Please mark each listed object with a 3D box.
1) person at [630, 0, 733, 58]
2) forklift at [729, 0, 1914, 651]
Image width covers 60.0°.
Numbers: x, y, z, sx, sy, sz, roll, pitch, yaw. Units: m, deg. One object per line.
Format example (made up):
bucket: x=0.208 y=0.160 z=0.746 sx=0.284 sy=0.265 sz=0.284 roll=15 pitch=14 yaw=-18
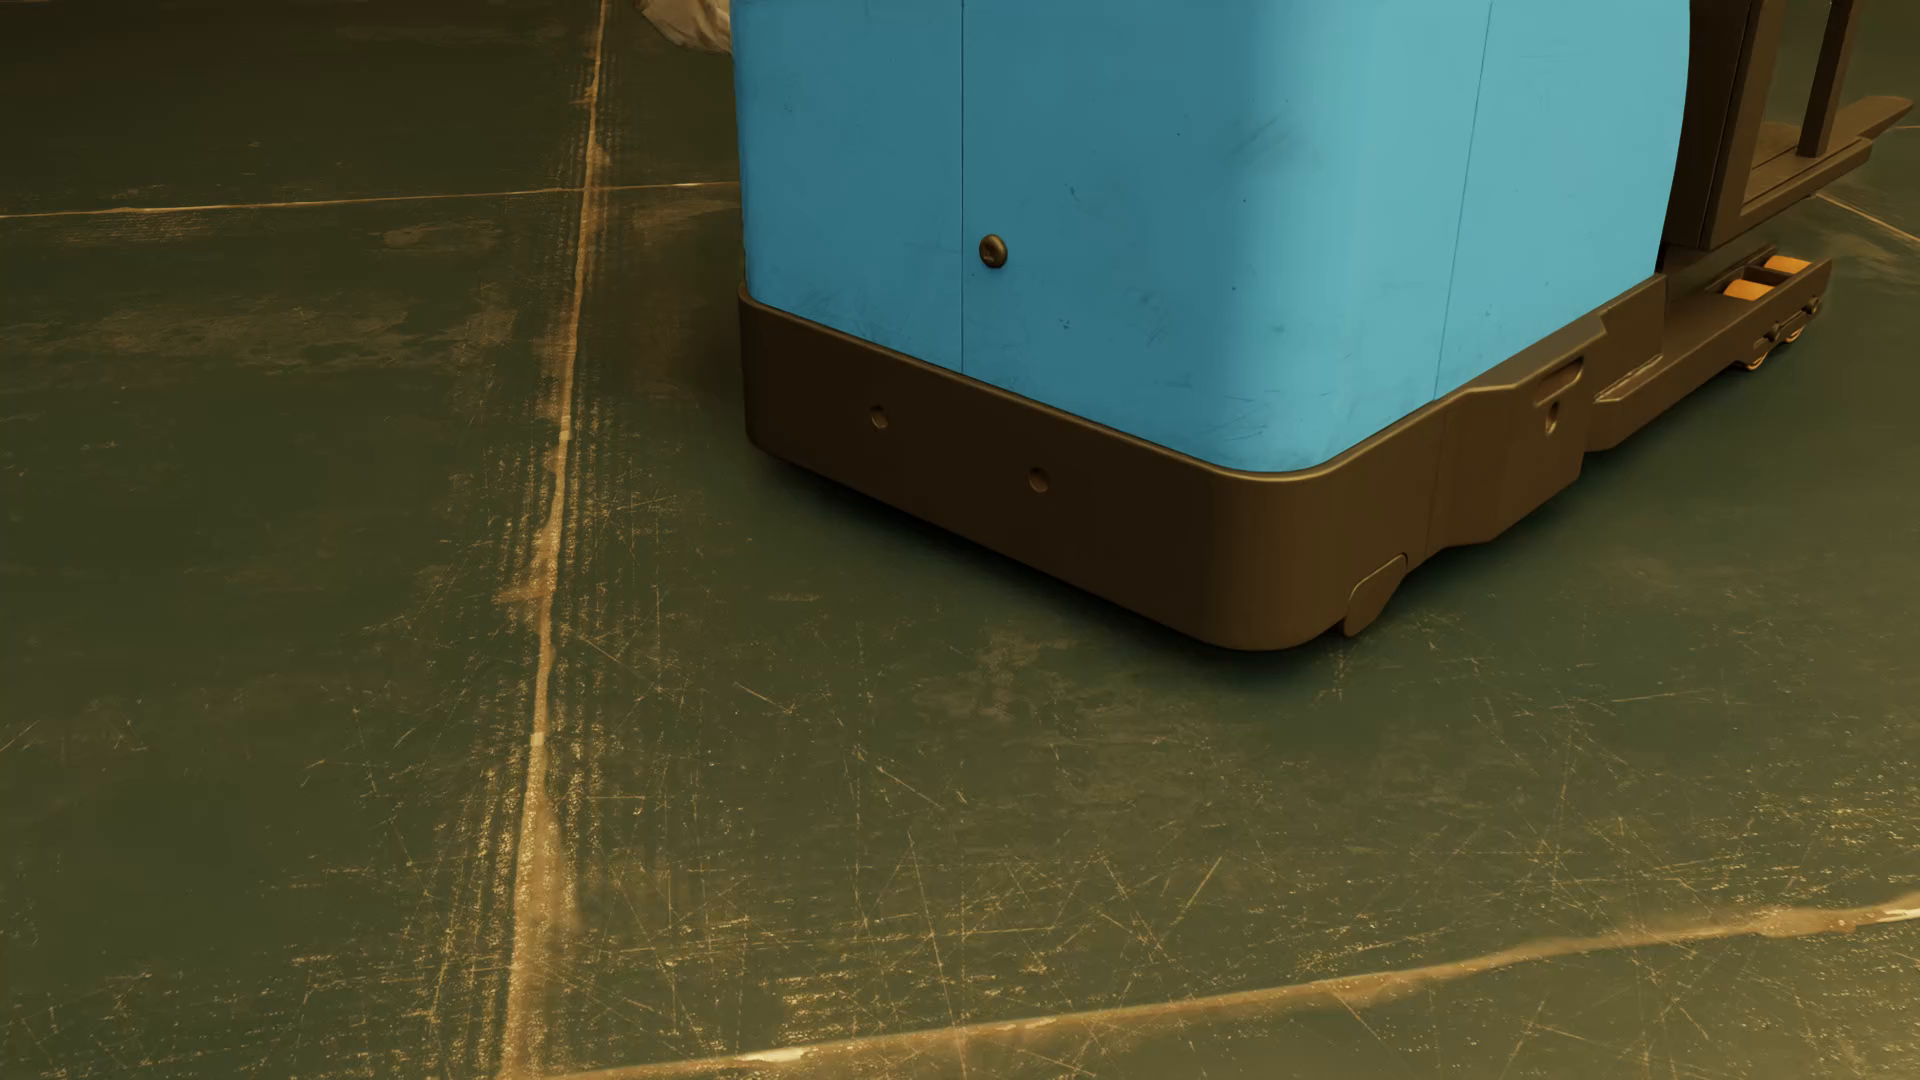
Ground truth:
person: x=-0.209 y=-1.031 z=2.680 sx=0.859 sy=1.499 sz=1.136 roll=11 pitch=30 yaw=20
forklift: x=1.031 y=-1.756 z=2.682 sx=1.130 sy=2.935 sz=3.031 roll=24 pitch=36 yaw=37
